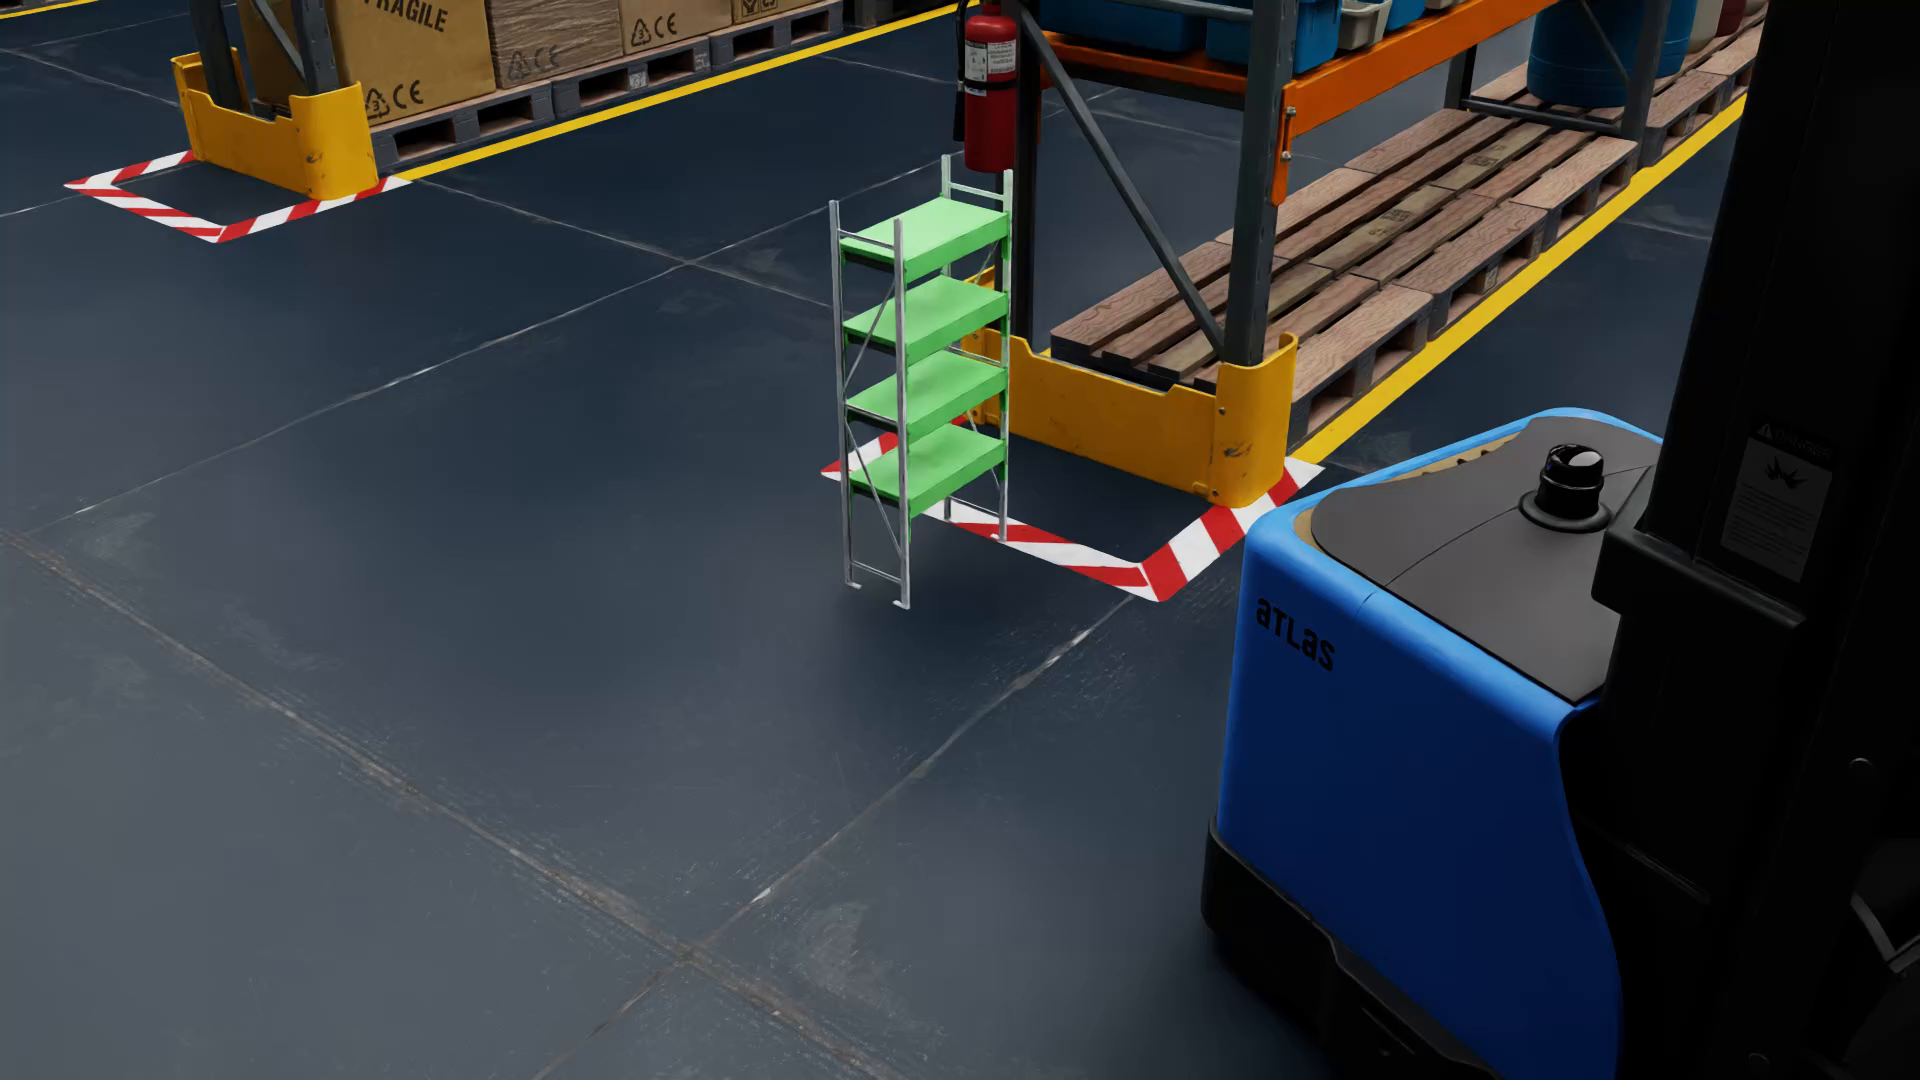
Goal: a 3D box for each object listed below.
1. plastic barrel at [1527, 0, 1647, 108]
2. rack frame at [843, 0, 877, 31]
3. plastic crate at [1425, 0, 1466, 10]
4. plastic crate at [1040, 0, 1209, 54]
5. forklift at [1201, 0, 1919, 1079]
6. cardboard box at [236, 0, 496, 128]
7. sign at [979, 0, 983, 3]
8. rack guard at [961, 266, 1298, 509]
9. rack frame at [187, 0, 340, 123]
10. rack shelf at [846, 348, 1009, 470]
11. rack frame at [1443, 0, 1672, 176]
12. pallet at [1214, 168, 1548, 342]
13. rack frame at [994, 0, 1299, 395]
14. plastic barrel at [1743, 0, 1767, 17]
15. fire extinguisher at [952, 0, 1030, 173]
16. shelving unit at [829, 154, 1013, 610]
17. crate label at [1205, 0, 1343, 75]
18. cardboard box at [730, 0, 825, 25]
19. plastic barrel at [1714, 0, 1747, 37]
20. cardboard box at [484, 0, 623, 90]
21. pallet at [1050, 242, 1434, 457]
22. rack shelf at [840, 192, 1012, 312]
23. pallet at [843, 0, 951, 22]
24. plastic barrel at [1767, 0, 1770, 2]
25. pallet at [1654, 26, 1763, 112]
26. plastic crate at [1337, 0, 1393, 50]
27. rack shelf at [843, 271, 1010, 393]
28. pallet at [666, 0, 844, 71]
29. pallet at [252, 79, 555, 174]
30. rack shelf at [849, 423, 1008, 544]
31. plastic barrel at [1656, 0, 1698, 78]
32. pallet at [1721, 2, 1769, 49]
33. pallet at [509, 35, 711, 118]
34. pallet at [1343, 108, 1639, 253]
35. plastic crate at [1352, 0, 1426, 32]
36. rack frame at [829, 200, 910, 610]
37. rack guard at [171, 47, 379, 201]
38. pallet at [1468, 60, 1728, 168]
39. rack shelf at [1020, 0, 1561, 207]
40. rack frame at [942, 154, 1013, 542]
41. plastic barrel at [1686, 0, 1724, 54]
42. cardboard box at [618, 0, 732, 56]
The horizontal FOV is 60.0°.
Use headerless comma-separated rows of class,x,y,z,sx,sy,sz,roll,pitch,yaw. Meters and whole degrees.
plastic barrel,3.309,-2.763,8.616,0.600,0.901,0.708,21,37,31
rack frame,-0.982,-4.793,10.396,1.000,3.000,0.127,21,37,31
plastic crate,1.633,-1.935,5.773,0.250,0.136,0.298,21,37,31
plastic crate,0.606,-1.878,5.382,0.616,0.435,0.499,21,37,31
forklift,1.766,0.112,2.186,1.130,2.935,3.031,-18,35,-28
cardboard box,-3.074,-2.719,8.567,0.875,0.875,0.875,21,37,31
sign,0.104,-1.876,5.313,0.100,0.325,0.005,21,37,31
rack guard,0.548,-0.554,5.694,1.175,0.500,0.348,21,37,31
rack frame,-3.396,-3.167,7.652,1.000,3.000,0.127,21,37,31
rack shelf,-0.100,-0.394,4.863,0.258,0.148,0.480,21,37,31
rack frame,2.967,-3.269,7.823,1.000,3.000,0.127,21,37,31
pallet,1.818,-1.260,7.170,1.003,0.211,1.213,21,37,31
rack frame,0.552,-1.643,5.080,1.000,3.000,0.127,21,37,31
plastic barrel,4.830,-3.544,10.316,0.421,0.512,0.421,0,31,0
fire extinguisher,0.099,-1.528,5.327,0.296,0.674,0.183,21,37,31
shelving unit,-0.100,-0.449,4.830,0.258,1.200,0.503,21,37,31
crate label,0.964,-1.596,5.106,0.416,0.233,0.303,21,37,31
cardboard box,-1.444,-3.816,10.419,0.875,0.875,0.875,21,37,31
plastic barrel,4.418,-3.375,9.956,0.600,0.588,0.708,21,37,31
cardboard box,-2.525,-3.088,9.191,0.875,0.875,0.875,21,37,31
pallet,1.081,-0.767,6.336,1.003,0.211,1.213,21,37,31
rack shelf,-0.100,-0.807,4.618,0.258,0.148,0.480,21,37,31
pallet,-0.576,-3.930,11.675,1.003,0.211,1.213,21,37,31
plastic barrel,5.100,-3.938,10.669,0.600,0.830,0.708,21,37,31
pallet,4.202,-2.868,9.882,1.003,0.211,1.213,21,37,31
plastic crate,1.223,-1.659,5.307,0.250,0.136,0.298,21,37,31
rack shelf,-0.100,-0.600,4.741,0.258,0.148,0.480,21,37,31
pallet,-1.503,-3.308,10.626,1.003,0.211,1.213,21,37,31
pallet,-2.976,-2.317,8.952,1.003,0.211,1.213,21,37,31
rack shelf,-0.100,-0.187,4.985,0.258,0.148,0.480,21,37,31
plastic barrel,3.736,-3.050,9.101,0.600,0.901,0.708,21,37,31
pallet,4.939,-3.362,10.715,1.003,0.211,1.213,21,37,31
pallet,-2.239,-2.810,9.785,1.003,0.211,1.213,21,37,31
pallet,2.554,-1.758,8.010,1.003,0.211,1.213,21,37,31
plastic crate,1.361,-1.863,5.557,0.416,0.233,0.300,21,37,31
rack frame,-0.247,-0.350,4.663,0.240,1.200,0.015,21,37,31
rack guard,-3.411,-2.082,8.273,1.175,0.500,0.348,21,37,31
pallet,3.466,-2.370,9.042,1.003,0.211,1.213,21,37,31
rack shelf,1.760,-2.146,6.635,1.077,0.370,4.000,21,37,31
rack frame,0.047,-0.548,4.998,0.240,1.200,0.015,21,37,31
plastic barrel,4.148,-3.085,9.541,0.421,0.512,0.421,0,31,0
cardboard box,-1.987,-3.450,9.802,0.875,0.875,0.875,21,37,31
